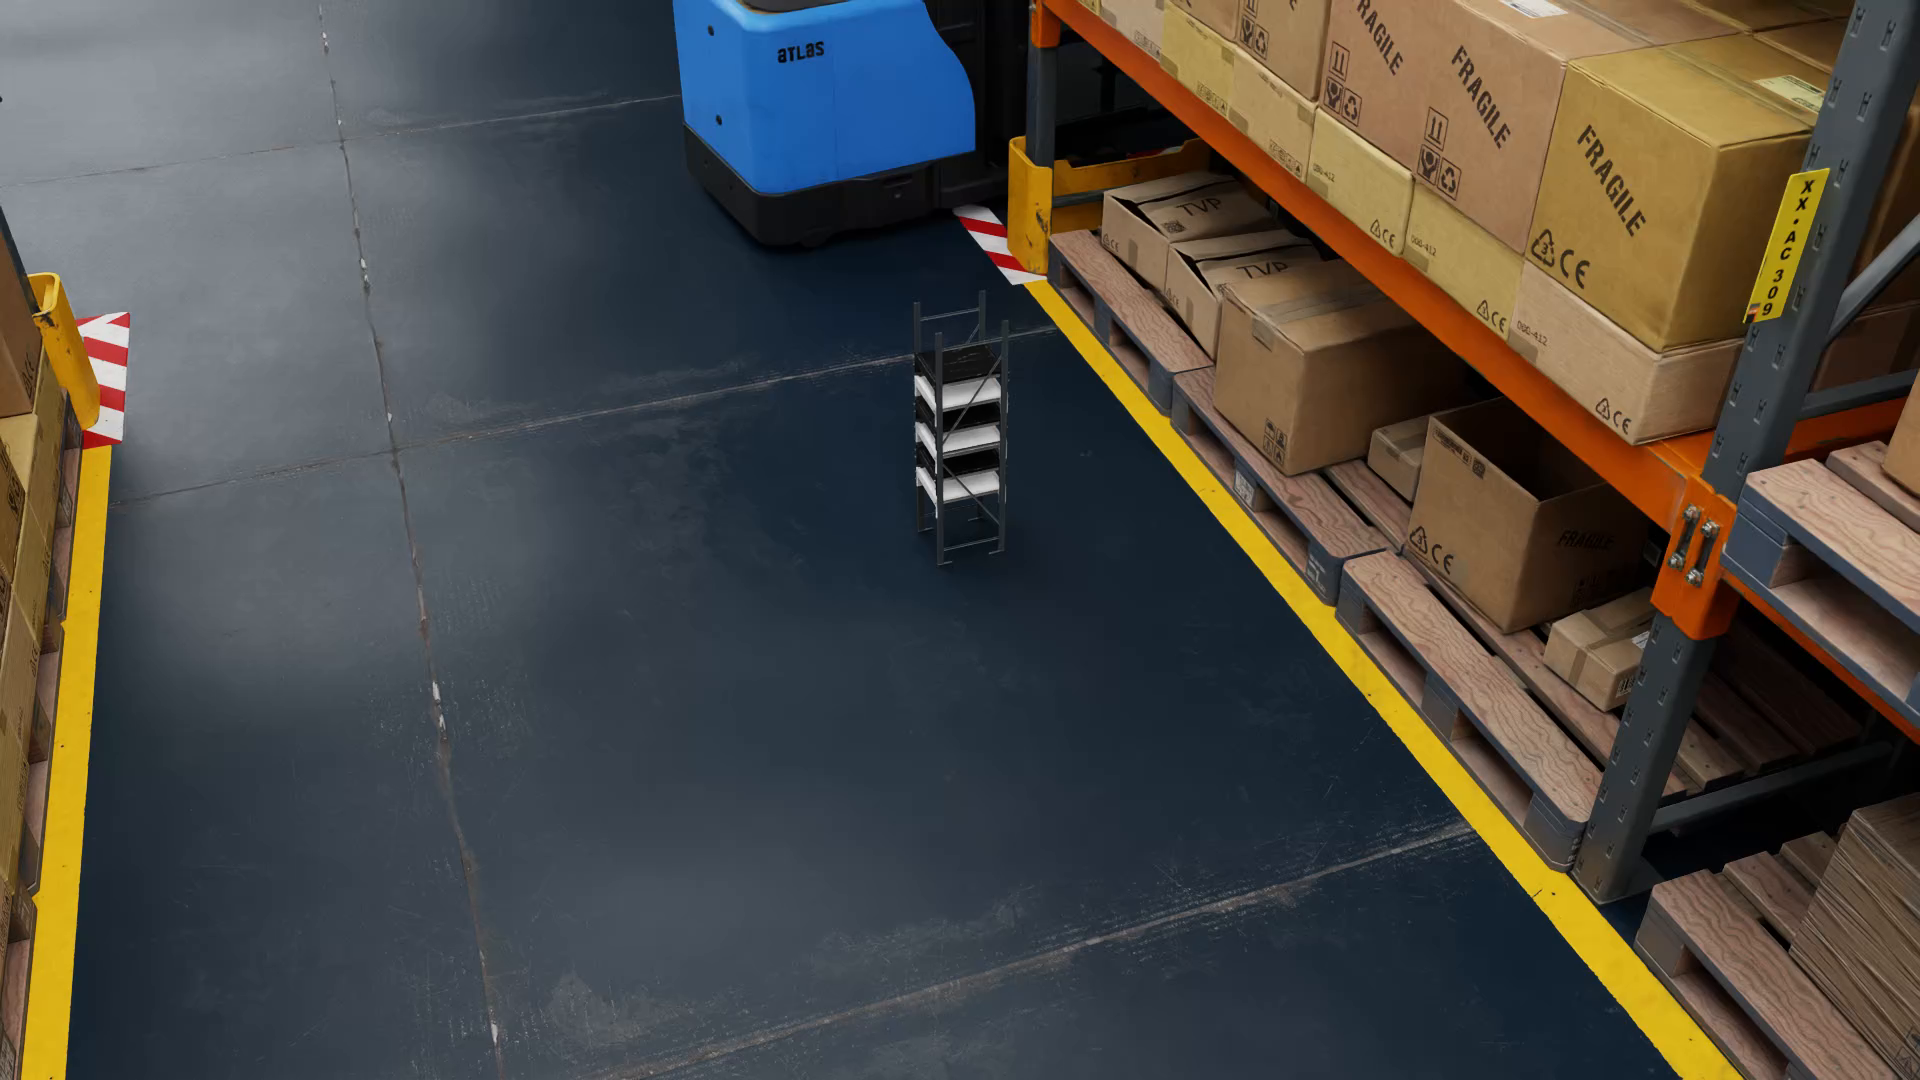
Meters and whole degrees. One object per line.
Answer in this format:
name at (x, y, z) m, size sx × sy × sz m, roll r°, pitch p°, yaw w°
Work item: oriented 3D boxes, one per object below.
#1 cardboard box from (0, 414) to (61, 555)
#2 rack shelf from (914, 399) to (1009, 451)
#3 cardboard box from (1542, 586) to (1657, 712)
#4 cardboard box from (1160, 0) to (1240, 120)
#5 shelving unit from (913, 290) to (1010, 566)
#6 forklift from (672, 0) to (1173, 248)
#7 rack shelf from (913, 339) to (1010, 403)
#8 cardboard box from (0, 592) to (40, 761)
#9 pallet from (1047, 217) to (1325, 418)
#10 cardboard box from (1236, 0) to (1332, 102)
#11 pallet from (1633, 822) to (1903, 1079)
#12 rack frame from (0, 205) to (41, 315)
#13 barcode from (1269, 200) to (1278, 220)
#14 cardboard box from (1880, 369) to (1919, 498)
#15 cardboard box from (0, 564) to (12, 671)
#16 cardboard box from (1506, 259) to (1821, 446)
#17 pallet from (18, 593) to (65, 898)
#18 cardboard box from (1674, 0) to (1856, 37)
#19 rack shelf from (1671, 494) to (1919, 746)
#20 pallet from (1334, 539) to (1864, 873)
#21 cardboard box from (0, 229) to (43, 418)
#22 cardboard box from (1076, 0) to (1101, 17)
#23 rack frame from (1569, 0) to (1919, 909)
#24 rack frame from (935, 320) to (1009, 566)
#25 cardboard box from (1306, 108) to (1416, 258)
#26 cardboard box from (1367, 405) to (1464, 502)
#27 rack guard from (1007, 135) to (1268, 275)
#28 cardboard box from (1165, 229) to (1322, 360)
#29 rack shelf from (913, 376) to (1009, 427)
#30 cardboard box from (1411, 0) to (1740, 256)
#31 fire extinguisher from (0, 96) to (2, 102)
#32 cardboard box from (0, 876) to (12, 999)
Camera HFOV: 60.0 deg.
cardboard box at (-3.229, -0.132, 5.368) m, size 0.500 × 0.250 × 0.500 m, roll -12°, pitch 39°, yaw -16°
rack shelf at (0.003, -0.400, 5.439) m, size 0.258 × 0.077 × 0.200 m, roll -12°, pitch 39°, yaw -16°
cardboard box at (1.940, 0.308, 4.837) m, size 0.380 × 0.166 × 0.250 m, roll -18°, pitch 40°, yaw -22°
cardboard box at (1.007, -1.639, 5.541) m, size 0.500 × 0.250 × 0.500 m, roll -13°, pitch 39°, yaw -17°
shelving unit at (0.003, -0.355, 5.473) m, size 0.258 × 0.900 × 0.210 m, roll -12°, pitch 39°, yaw -16°
forklift at (0.225, -3.104, 7.435) m, size 3.031 × 2.935 × 1.130 m, roll -18°, pitch 41°, yaw -22°
rack shelf at (0.003, -0.544, 5.331) m, size 0.258 × 0.077 × 0.200 m, roll -12°, pitch 39°, yaw -16°
cardboard box at (-2.885, 0.433, 4.618) m, size 0.500 × 0.250 × 0.500 m, roll -12°, pitch 39°, yaw -16°
pallet at (1.048, -0.989, 6.887) m, size 1.003 × 0.211 × 1.213 m, roll -12°, pitch 39°, yaw -16°
cardboard box at (1.179, -1.664, 4.951) m, size 0.500 × 0.500 × 0.500 m, roll -11°, pitch 38°, yaw -15°
pallet at (2.421, 1.201, 3.980) m, size 1.003 × 0.211 × 1.213 m, roll -12°, pitch 39°, yaw -16°
rack frame at (-3.874, -1.584, 5.360) m, size 1.000 × 3.000 × 0.127 m, roll -12°, pitch 39°, yaw -16°
barcode at (1.311, -1.380, 6.951) m, size 0.001 × 0.075 × 0.075 m, roll -12°, pitch 39°, yaw -16°
cardboard box at (2.295, -0.273, 3.171) m, size 0.700 × 0.500 × 0.500 m, roll -12°, pitch 39°, yaw -16°
cardboard box at (-2.882, 0.133, 4.394) m, size 0.500 × 0.500 × 0.500 m, roll -12°, pitch 39°, yaw -16°
cardboard box at (1.704, -0.505, 4.035) m, size 0.500 × 0.250 × 0.500 m, roll -12°, pitch 39°, yaw -16°
pallet at (-3.156, 0.641, 4.723) m, size 1.003 × 0.211 × 1.213 m, roll -12°, pitch 39°, yaw -16°
cardboard box at (2.012, -1.202, 4.337) m, size 0.500 × 0.500 × 0.500 m, roll -13°, pitch 39°, yaw -16°
rack shelf at (2.840, 1.065, 2.441) m, size 1.077 × 0.370 × 4.000 m, roll -12°, pitch 39°, yaw -16°
pallet at (1.888, 0.390, 5.057) m, size 1.003 × 0.211 × 1.213 m, roll -12°, pitch 39°, yaw -16°
cardboard box at (-3.410, -0.712, 5.515) m, size 0.500 × 0.500 × 0.500 m, roll -12°, pitch 39°, yaw -16°
cardboard box at (0.645, -2.218, 6.310) m, size 0.500 × 0.250 × 0.500 m, roll -14°, pitch 39°, yaw -17°
rack frame at (2.152, -0.352, 3.724) m, size 1.000 × 3.000 × 0.127 m, roll -12°, pitch 39°, yaw -16°
rack frame at (0.038, -0.297, 5.397) m, size 0.240 × 0.900 × 0.006 m, roll -12°, pitch 39°, yaw -16°
cardboard box at (1.353, -1.069, 4.784) m, size 0.500 × 0.250 × 0.500 m, roll -13°, pitch 39°, yaw -16°
cardboard box at (1.620, -0.297, 5.655) m, size 0.380 × 0.149 × 0.250 m, roll -16°, pitch 40°, yaw -20°
rack guard at (0.802, -1.570, 7.419) m, size 1.175 × 0.500 × 0.348 m, roll -12°, pitch 39°, yaw -16°
cardboard box at (1.125, -0.982, 6.430) m, size 0.500 × 0.311 × 0.500 m, roll -9°, pitch 38°, yaw -12°
rack shelf at (0.003, -0.472, 5.385) m, size 0.258 × 0.077 × 0.200 m, roll -12°, pitch 39°, yaw -16°
cardboard box at (1.522, -1.084, 4.180) m, size 0.500 × 0.500 × 0.500 m, roll -13°, pitch 39°, yaw -16°
fire extinguisher at (-3.479, -1.716, 5.600) m, size 0.296 × 0.674 × 0.183 m, roll -12°, pitch 39°, yaw -16°
cardboard box at (-2.540, 0.998, 3.868) m, size 0.500 × 0.250 × 0.500 m, roll -12°, pitch 39°, yaw -16°
